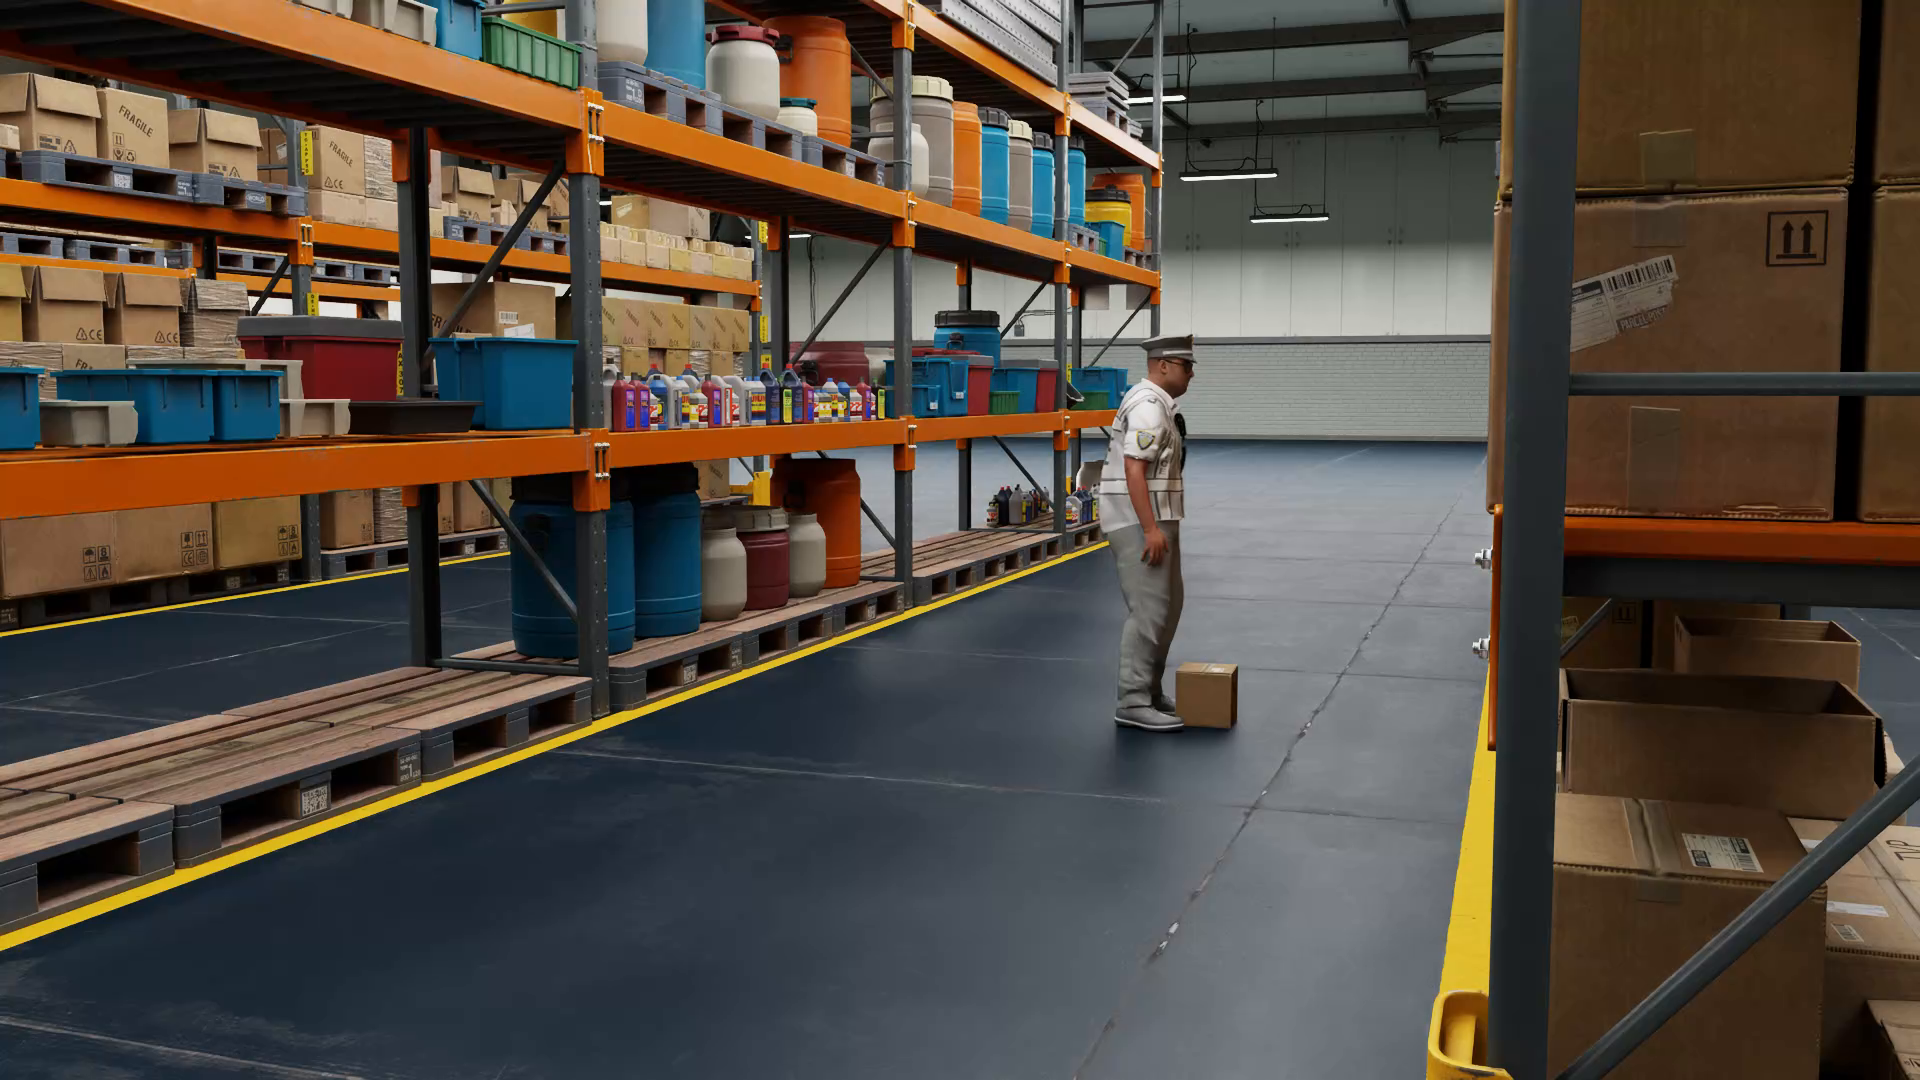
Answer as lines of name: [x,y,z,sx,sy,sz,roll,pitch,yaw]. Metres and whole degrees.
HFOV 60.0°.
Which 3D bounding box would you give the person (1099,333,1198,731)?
person: [0.854,-0.055,7.542,0.429,1.751,0.606,1,5,16]
